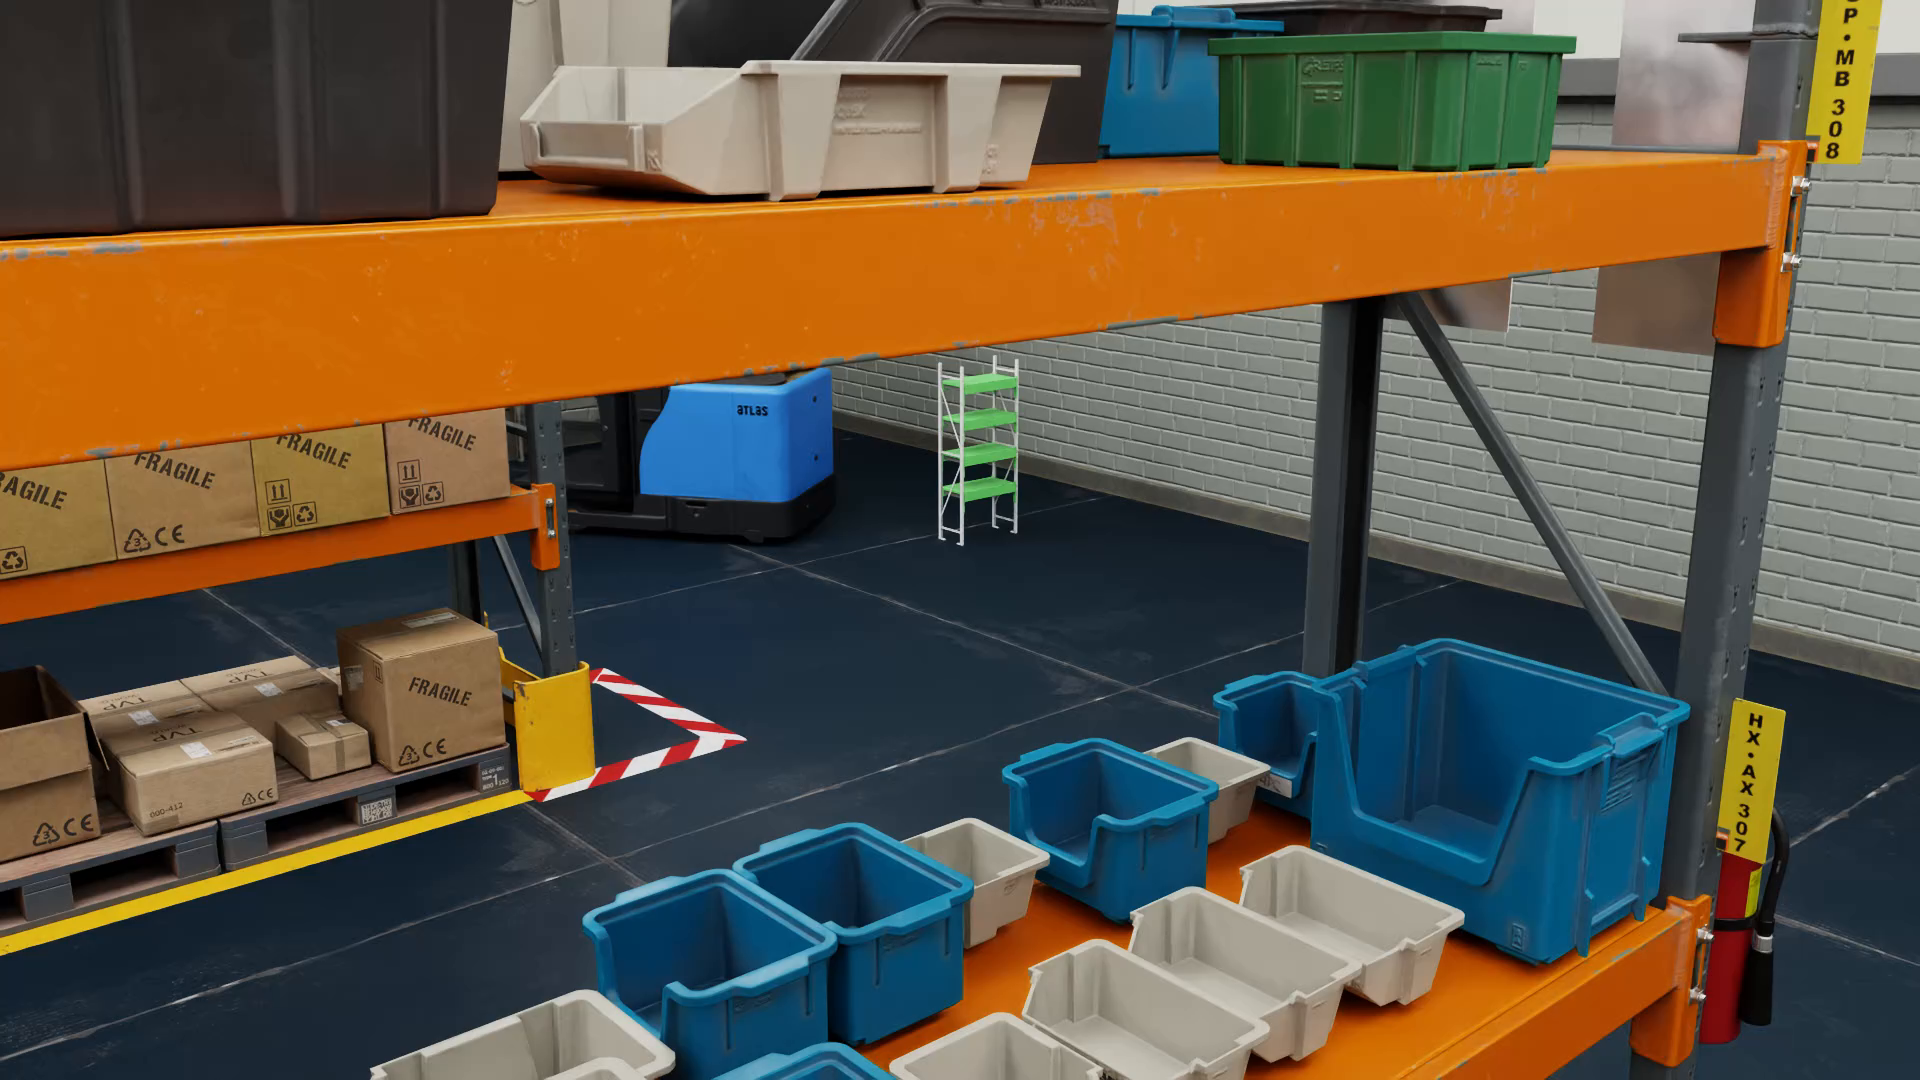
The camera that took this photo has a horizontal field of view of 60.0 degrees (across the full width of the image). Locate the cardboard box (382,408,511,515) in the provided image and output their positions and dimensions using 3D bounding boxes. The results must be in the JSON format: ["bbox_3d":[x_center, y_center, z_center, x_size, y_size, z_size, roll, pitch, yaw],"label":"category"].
[{"bbox_3d":[-2.205,-0.428,6.848,0.500,0.500,0.500,-12,19,-38],"label":"cardboard box"}]

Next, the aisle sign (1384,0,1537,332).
[{"bbox_3d":[1.062,-0.870,3.657,0.004,0.787,0.394,-13,19,-39],"label":"aisle sign"}]

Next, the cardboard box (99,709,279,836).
[{"bbox_3d":[-3.031,0.902,6.536,0.500,0.250,0.500,-13,19,-39],"label":"cardboard box"}]

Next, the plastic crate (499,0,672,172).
[{"bbox_3d":[-0.672,-0.621,2.178,0.530,0.282,0.437,-13,19,-39],"label":"plastic crate"}]

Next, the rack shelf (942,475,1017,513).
[{"bbox_3d":[0.125,-0.314,11.279,0.480,0.148,0.258,-13,19,-39],"label":"rack shelf"}]

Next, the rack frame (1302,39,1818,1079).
[{"bbox_3d":[1.203,0.456,3.731,0.127,3.000,1.000,-13,19,-39],"label":"rack frame"}]

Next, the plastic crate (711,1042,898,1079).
[{"bbox_3d":[-0.178,0.906,2.255,0.300,0.233,0.416,-13,19,-39],"label":"plastic crate"}]

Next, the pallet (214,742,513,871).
[{"bbox_3d":[-2.704,0.986,7.149,1.213,0.211,1.003,-13,19,-39],"label":"pallet"}]

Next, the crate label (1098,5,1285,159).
[{"bbox_3d":[0.294,-0.828,3.013,0.502,0.251,0.408,-13,19,-39],"label":"crate label"}]

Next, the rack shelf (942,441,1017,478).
[{"bbox_3d":[0.125,-0.546,11.217,0.480,0.148,0.258,-13,19,-39],"label":"rack shelf"}]

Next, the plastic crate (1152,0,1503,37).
[{"bbox_3d":[0.729,-0.919,3.319,0.590,0.269,0.497,-13,19,-39],"label":"plastic crate"}]

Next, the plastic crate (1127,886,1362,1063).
[{"bbox_3d":[0.478,0.774,2.935,0.243,0.136,0.396,-13,19,-39],"label":"plastic crate"}]

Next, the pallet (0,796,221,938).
[{"bbox_3d":[-3.624,1.192,6.379,1.213,0.211,1.003,-13,19,-39],"label":"pallet"}]

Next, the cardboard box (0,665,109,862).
[{"bbox_3d":[-3.650,0.843,6.267,0.637,0.503,0.797,-13,19,-39],"label":"cardboard box"}]

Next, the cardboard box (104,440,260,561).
[{"bbox_3d":[-2.974,-0.256,6.204,0.500,0.500,0.500,-12,19,-39],"label":"cardboard box"}]

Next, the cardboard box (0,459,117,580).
[{"bbox_3d":[-3.355,-0.171,5.884,0.500,0.500,0.500,-13,20,-40],"label":"cardboard box"}]

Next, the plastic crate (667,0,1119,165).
[{"bbox_3d":[-0.130,-0.758,2.583,0.767,0.338,0.504,-13,19,-39],"label":"plastic crate"}]

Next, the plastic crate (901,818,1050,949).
[{"bbox_3d":[-0.008,0.685,3.267,0.298,0.136,0.250,-13,19,-39],"label":"plastic crate"}]

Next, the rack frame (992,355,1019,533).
[{"bbox_3d":[0.309,-0.649,11.355,0.015,1.200,0.240,-13,19,-39],"label":"rack frame"}]

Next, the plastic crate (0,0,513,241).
[{"bbox_3d":[-0.698,-0.410,1.412,0.590,0.269,0.497,-13,19,-39],"label":"plastic crate"}]

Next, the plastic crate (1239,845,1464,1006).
[{"bbox_3d":[0.706,0.728,3.108,0.243,0.136,0.396,-13,19,-39],"label":"plastic crate"}]

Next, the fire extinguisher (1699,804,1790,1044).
[{"bbox_3d":[1.615,0.736,3.553,0.183,0.674,0.296,-13,19,-39],"label":"fire extinguisher"}]

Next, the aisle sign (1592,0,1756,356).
[{"bbox_3d":[1.449,-0.755,3.227,0.004,0.787,0.394,-13,19,-39],"label":"aisle sign"}]

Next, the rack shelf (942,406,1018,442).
[{"bbox_3d":[0.125,-0.778,11.155,0.480,0.148,0.258,-13,19,-39],"label":"rack shelf"}]

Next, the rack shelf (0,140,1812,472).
[{"bbox_3d":[-0.306,-0.307,2.168,4.000,0.370,1.077,-13,19,-39],"label":"rack shelf"}]

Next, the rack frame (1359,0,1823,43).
[{"bbox_3d":[1.203,-2.442,2.956,0.127,3.000,1.000,-13,19,-39],"label":"rack frame"}]

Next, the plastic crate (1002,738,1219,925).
[{"bbox_3d":[0.304,0.597,3.410,0.300,0.233,0.416,-13,19,-39],"label":"plastic crate"}]

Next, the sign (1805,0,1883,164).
[{"bbox_3d":[1.576,-0.838,2.966,0.005,0.325,0.100,-13,19,-39],"label":"sign"}]

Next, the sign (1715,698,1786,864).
[{"bbox_3d":[1.576,0.481,3.319,0.005,0.325,0.100,-13,19,-39],"label":"sign"}]

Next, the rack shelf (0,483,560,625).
[{"bbox_3d":[-3.555,0.177,6.168,4.000,0.370,1.077,-13,19,-39],"label":"rack shelf"}]

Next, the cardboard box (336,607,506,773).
[{"bbox_3d":[-2.295,0.626,7.085,0.500,0.500,0.500,-13,19,-39],"label":"cardboard box"}]

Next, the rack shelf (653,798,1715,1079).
[{"bbox_3d":[-0.306,1.142,2.555,4.000,0.370,1.077,-13,19,-39],"label":"rack shelf"}]

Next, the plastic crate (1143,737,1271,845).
[{"bbox_3d":[0.504,0.570,3.697,0.298,0.136,0.250,-13,19,-39],"label":"plastic crate"}]

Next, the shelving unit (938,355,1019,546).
[{"bbox_3d":[0.125,-0.608,11.200,0.503,1.200,0.258,-13,19,-39],"label":"shelving unit"}]

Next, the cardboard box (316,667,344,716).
[{"bbox_3d":[-2.776,0.694,7.478,0.250,0.166,0.380,-13,19,-39],"label":"cardboard box"}]

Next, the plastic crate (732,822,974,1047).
[{"bbox_3d":[-0.193,0.709,2.993,0.300,0.233,0.416,-13,19,-39],"label":"plastic crate"}]

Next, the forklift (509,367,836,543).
[{"bbox_3d":[-2.461,-1.584,11.501,3.031,2.935,1.130,4,15,14],"label":"forklift"}]

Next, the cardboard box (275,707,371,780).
[{"bbox_3d":[-2.659,0.838,6.936,0.250,0.166,0.380,-13,19,-39],"label":"cardboard box"}]

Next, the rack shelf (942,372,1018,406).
[{"bbox_3d":[0.125,-1.010,11.093,0.480,0.148,0.258,-13,19,-39],"label":"rack shelf"}]

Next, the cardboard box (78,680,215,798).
[{"bbox_3d":[-3.397,0.813,6.869,0.500,0.250,0.500,-13,19,-39],"label":"cardboard box"}]

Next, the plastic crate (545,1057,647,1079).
[{"bbox_3d":[-0.542,0.939,2.036,0.530,0.282,0.437,-13,19,-39],"label":"plastic crate"}]

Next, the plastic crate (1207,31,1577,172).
[{"bbox_3d":[0.646,-0.668,2.537,0.336,0.188,0.450,-13,19,-39],"label":"plastic crate"}]

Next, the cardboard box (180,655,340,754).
[{"bbox_3d":[-3.020,0.728,7.186,0.500,0.250,0.500,-13,19,-39],"label":"cardboard box"}]

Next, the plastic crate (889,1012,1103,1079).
[{"bbox_3d":[0.073,0.880,2.539,0.250,0.136,0.298,-13,19,-39],"label":"plastic crate"}]

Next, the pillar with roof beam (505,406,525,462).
[{"bbox_3d":[-1.006,-4.159,9.382,0.400,9.000,9.100,-13,19,-39],"label":"pillar with roof beam"}]

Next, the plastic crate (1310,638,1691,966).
[{"bbox_3d":[1.073,0.503,3.370,0.499,0.435,0.616,-13,19,-39],"label":"plastic crate"}]

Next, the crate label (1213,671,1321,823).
[{"bbox_3d":[0.800,0.486,3.828,0.303,0.233,0.416,-13,19,-39],"label":"crate label"}]

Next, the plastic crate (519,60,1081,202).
[{"bbox_3d":[-0.193,-0.468,1.886,0.530,0.136,0.437,-13,19,-39],"label":"plastic crate"}]

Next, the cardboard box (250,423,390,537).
[{"bbox_3d":[-2.594,-0.340,6.516,0.500,0.500,0.500,-12,19,-39],"label":"cardboard box"}]

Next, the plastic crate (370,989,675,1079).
[{"bbox_3d":[-0.699,0.878,2.544,0.466,0.136,0.293,-13,19,-39],"label":"plastic crate"}]

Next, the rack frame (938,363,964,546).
[{"bbox_3d":[-0.059,-0.566,11.045,0.015,1.200,0.240,-13,19,-39],"label":"rack frame"}]

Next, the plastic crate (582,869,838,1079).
[{"bbox_3d":[-0.419,0.759,2.802,0.300,0.233,0.416,-13,19,-39],"label":"plastic crate"}]

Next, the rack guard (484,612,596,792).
[{"bbox_3d":[-2.104,0.712,7.618,0.348,0.500,1.175,-13,19,-39],"label":"rack guard"}]

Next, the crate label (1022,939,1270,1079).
[{"bbox_3d":[0.284,0.826,2.740,0.243,0.136,0.396,-13,19,-39],"label":"crate label"}]

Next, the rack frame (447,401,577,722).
[{"bbox_3d":[-2.046,-0.509,7.343,0.127,3.000,1.000,-13,19,-39],"label":"rack frame"}]
